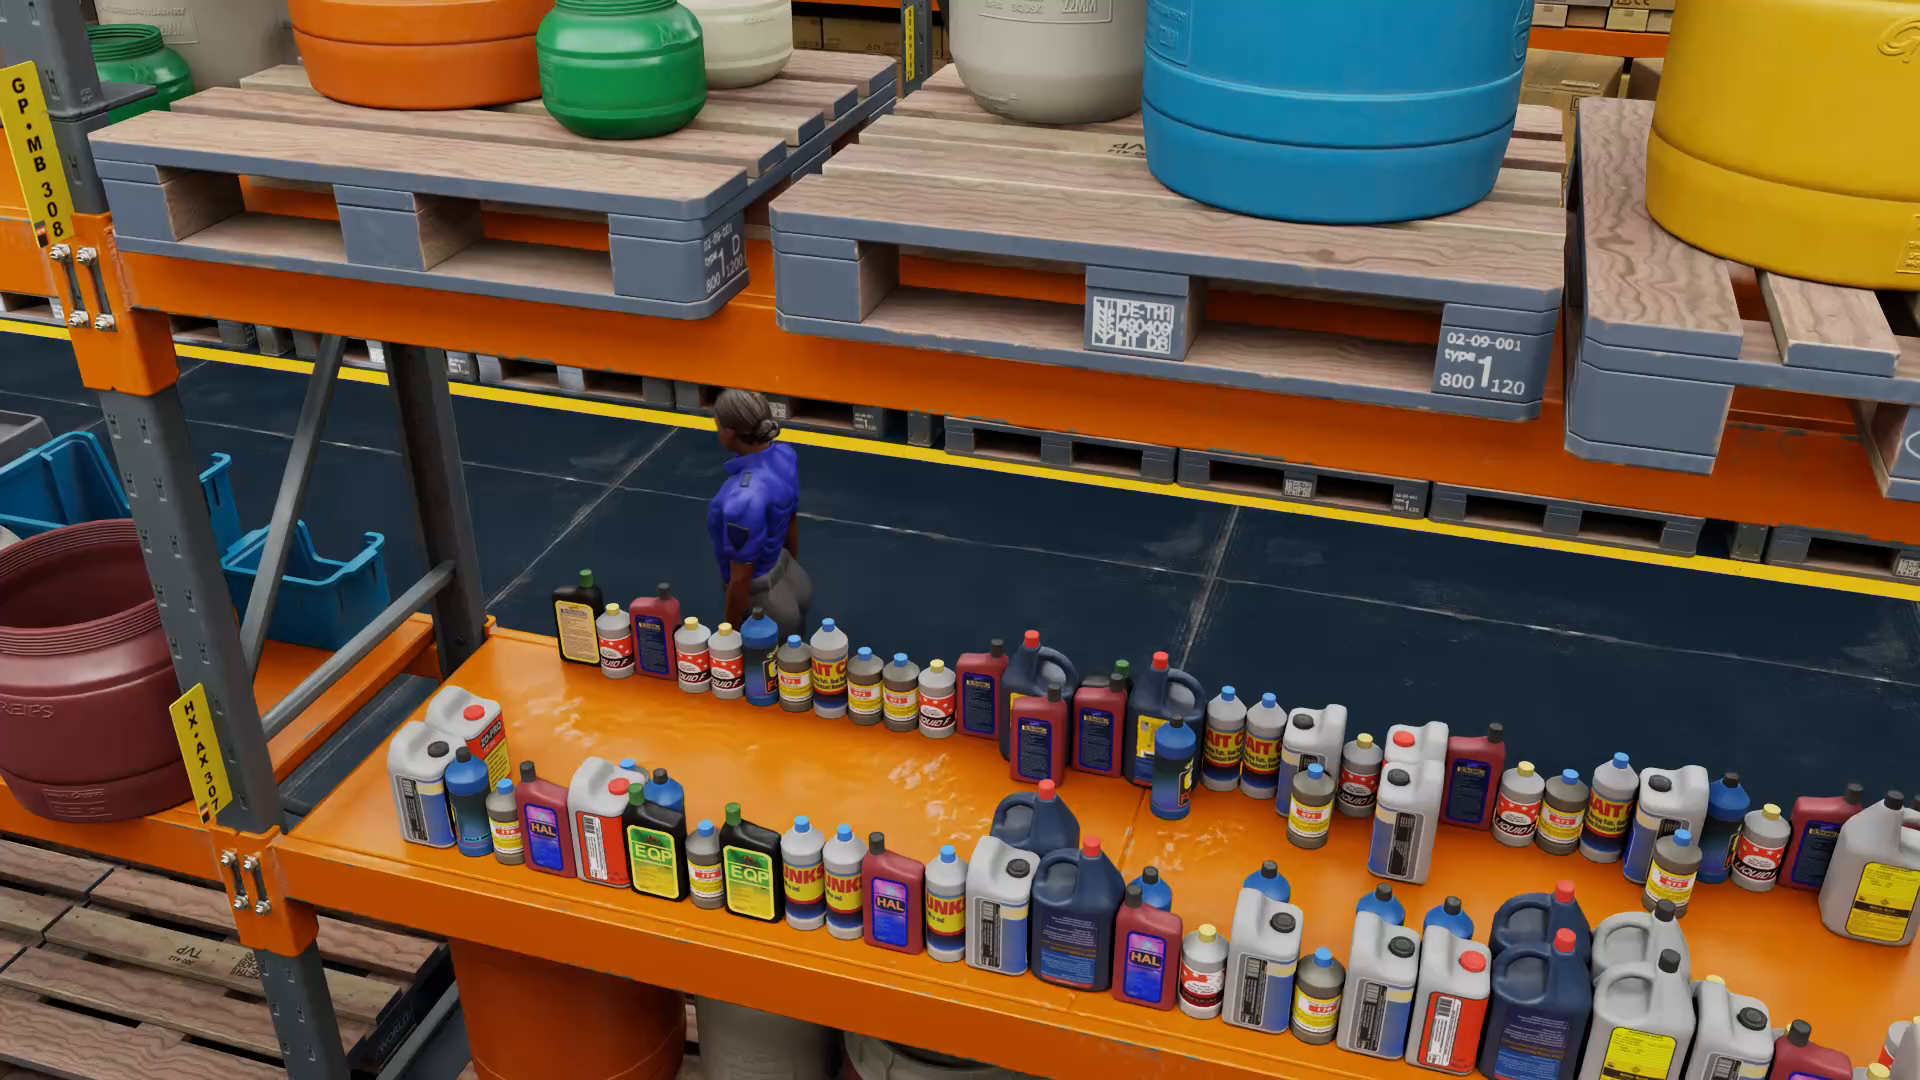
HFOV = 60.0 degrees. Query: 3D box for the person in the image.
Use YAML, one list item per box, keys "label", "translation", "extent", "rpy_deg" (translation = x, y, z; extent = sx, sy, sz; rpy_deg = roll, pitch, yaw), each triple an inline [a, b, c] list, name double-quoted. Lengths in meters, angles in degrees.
- label: "person"
  translation: [-0.680, 0.232, 5.683]
  extent: [0.322, 1.665, 0.470]
  rpy_deg: [5, 30, 8]
